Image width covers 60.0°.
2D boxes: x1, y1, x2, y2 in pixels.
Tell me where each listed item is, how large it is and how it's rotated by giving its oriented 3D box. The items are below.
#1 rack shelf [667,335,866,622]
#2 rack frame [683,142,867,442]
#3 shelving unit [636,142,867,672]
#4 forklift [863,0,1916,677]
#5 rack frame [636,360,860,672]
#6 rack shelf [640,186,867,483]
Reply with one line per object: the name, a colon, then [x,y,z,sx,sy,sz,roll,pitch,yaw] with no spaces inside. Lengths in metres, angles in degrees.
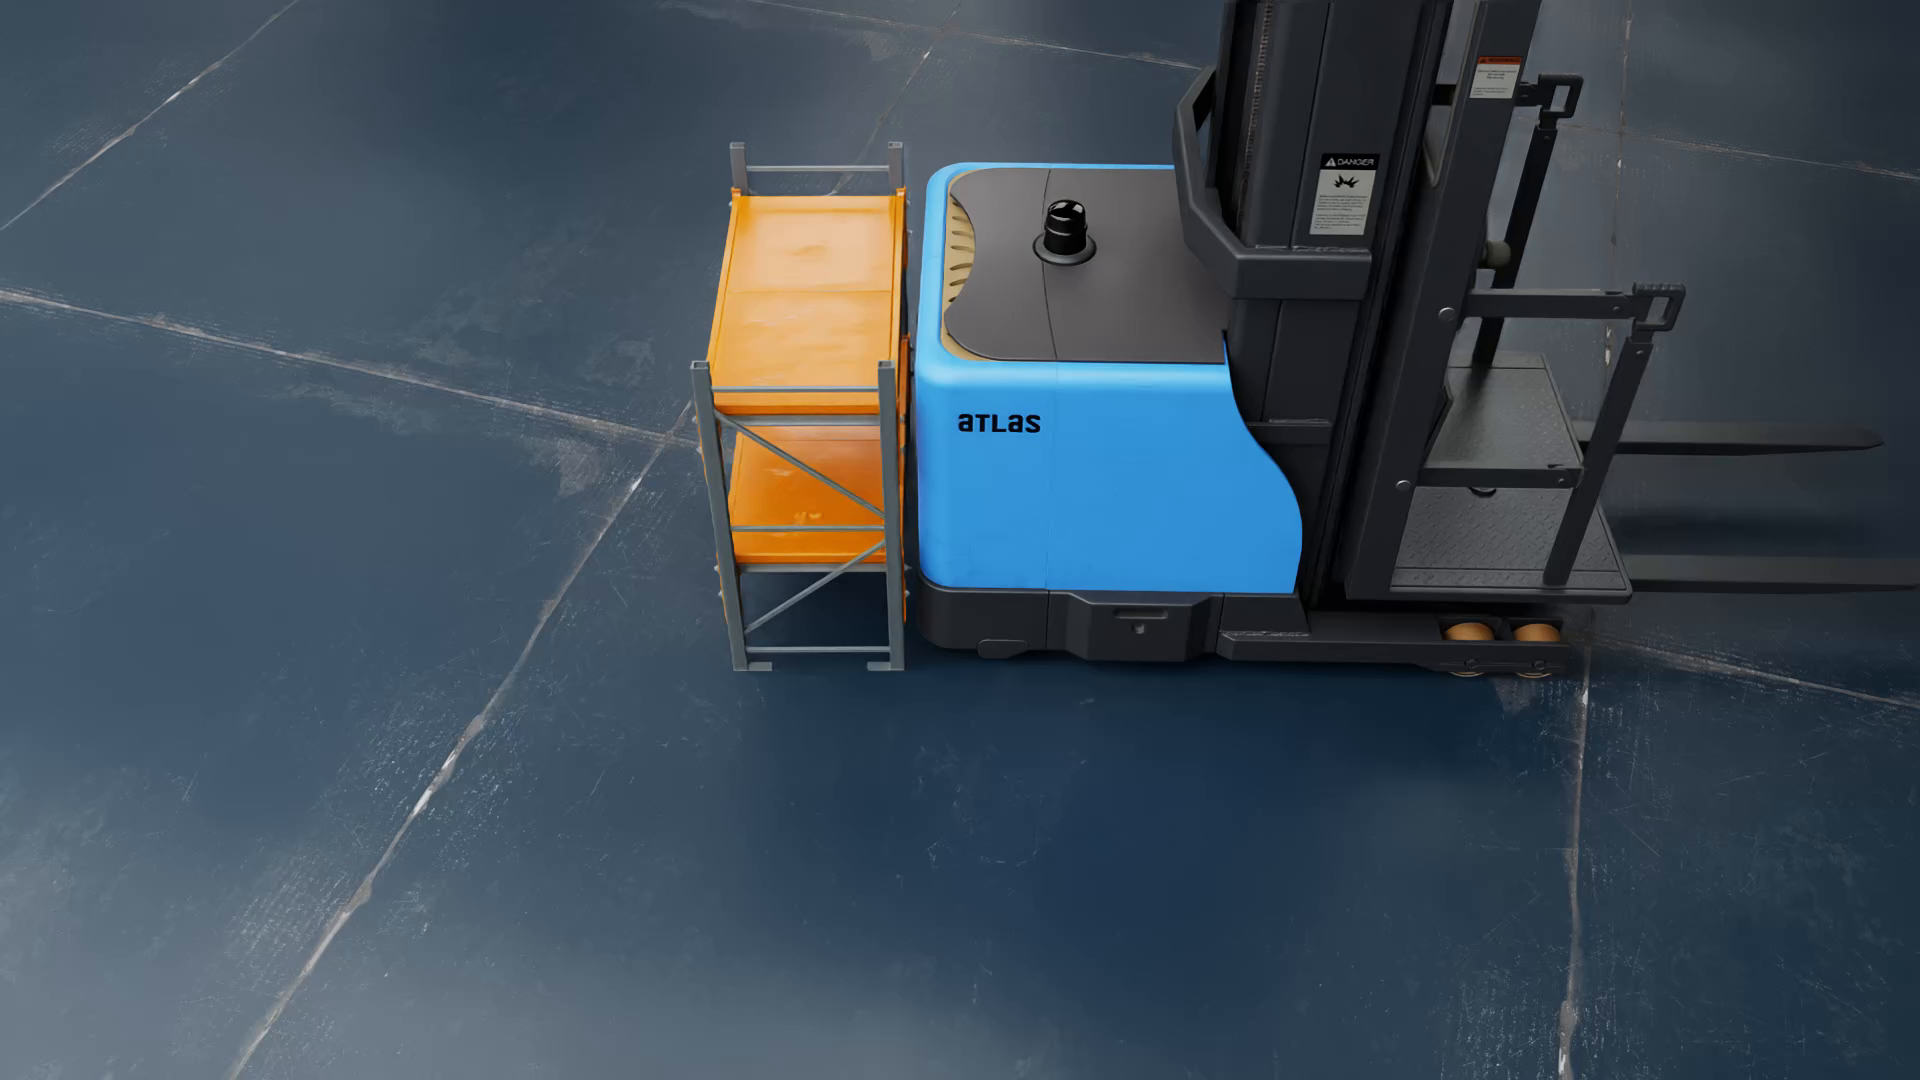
rack shelf: [-0.545,-0.210,5.010,0.538,0.278,1.000,0,44,0]
rack frame: [-0.549,-0.741,5.203,0.500,1.125,0.032,0,44,0]
shelving unit: [-0.545,-0.385,4.839,0.538,1.125,1.048,0,44,0]
forklift: [1.264,-1.028,4.204,3.031,2.935,1.130,1,44,1]
rack frame: [-0.542,-0.030,4.476,0.500,1.125,0.032,0,44,0]
rack shelf: [-0.546,-0.594,4.635,0.538,0.278,1.000,0,44,0]
